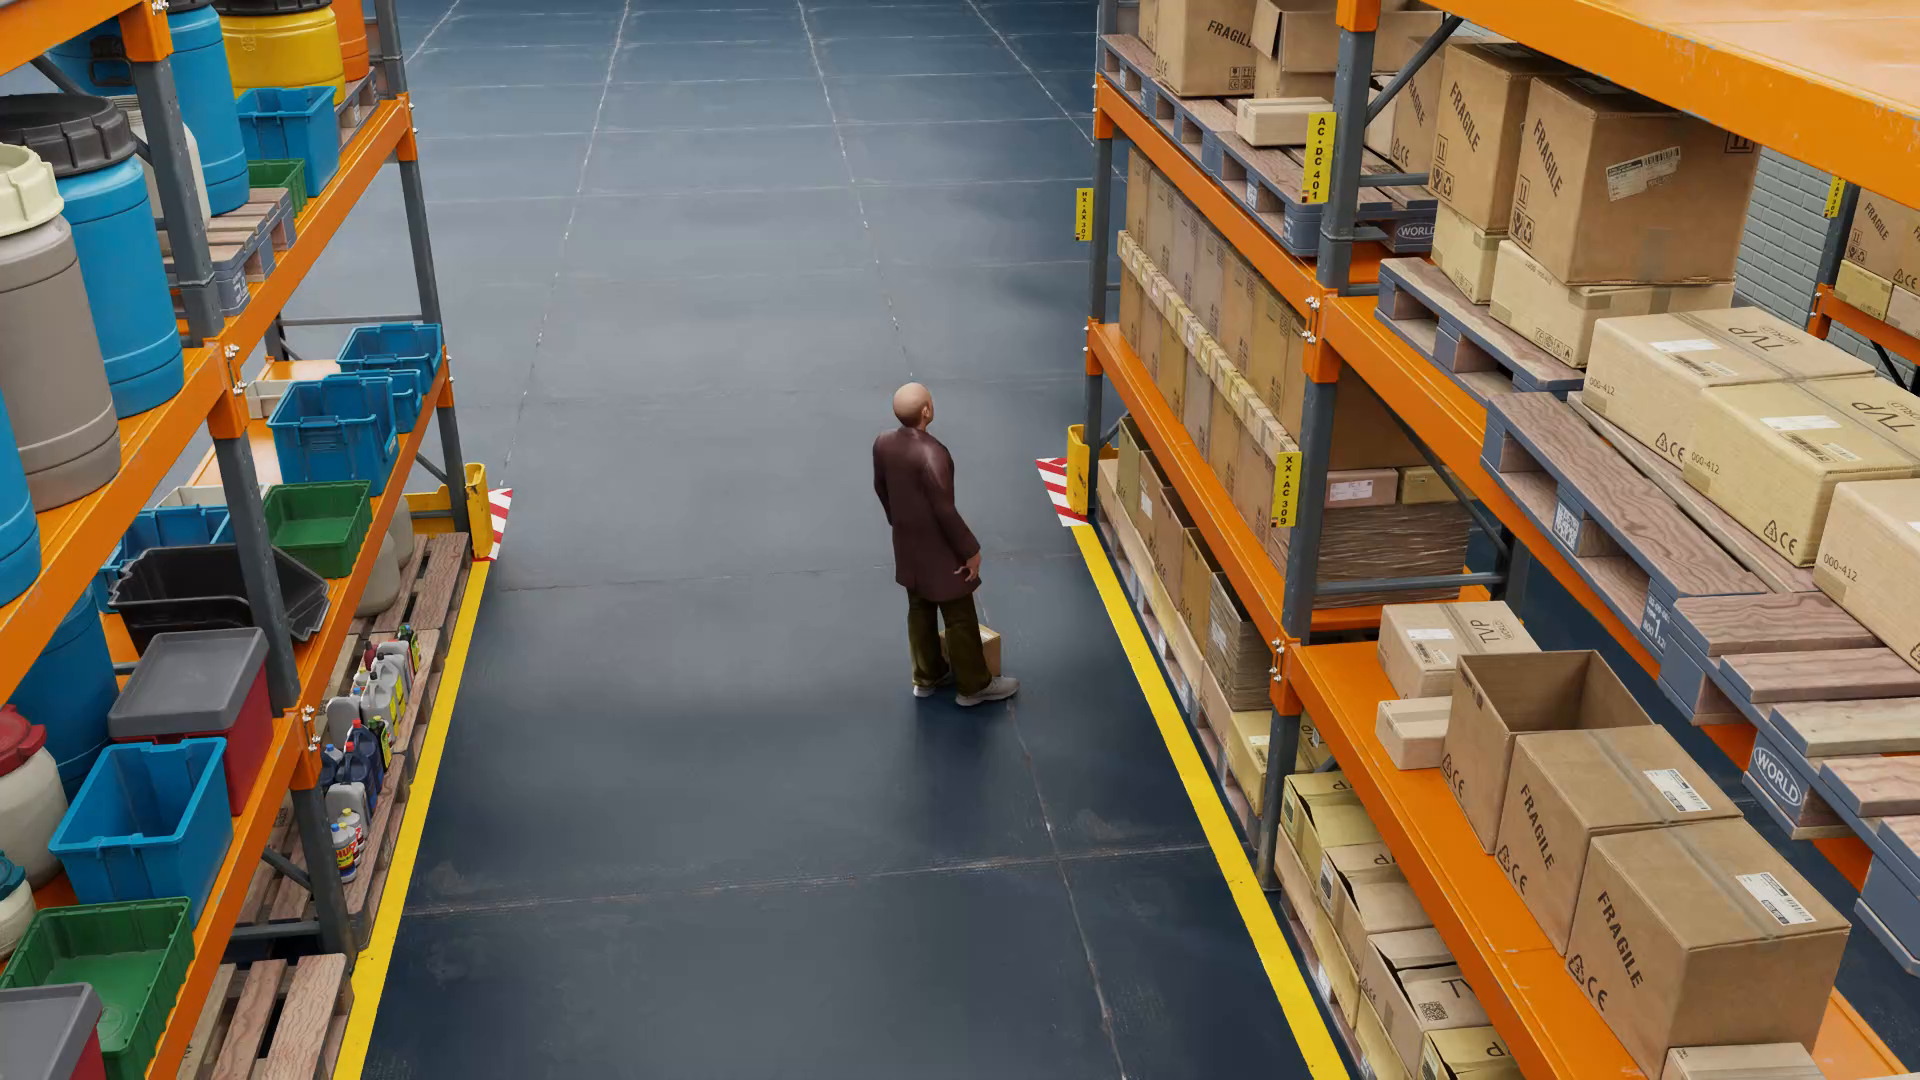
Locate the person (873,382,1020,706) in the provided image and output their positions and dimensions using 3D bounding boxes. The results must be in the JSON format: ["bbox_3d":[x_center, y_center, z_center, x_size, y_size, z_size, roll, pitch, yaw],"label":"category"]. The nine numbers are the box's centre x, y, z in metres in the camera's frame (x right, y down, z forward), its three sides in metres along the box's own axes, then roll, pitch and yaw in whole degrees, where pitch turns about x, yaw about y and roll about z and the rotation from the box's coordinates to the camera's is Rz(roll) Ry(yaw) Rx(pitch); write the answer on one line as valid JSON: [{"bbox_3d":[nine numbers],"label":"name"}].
[{"bbox_3d":[-0.086,-0.003,8.619,0.580,1.777,0.695,-21,33,-35],"label":"person"}]
